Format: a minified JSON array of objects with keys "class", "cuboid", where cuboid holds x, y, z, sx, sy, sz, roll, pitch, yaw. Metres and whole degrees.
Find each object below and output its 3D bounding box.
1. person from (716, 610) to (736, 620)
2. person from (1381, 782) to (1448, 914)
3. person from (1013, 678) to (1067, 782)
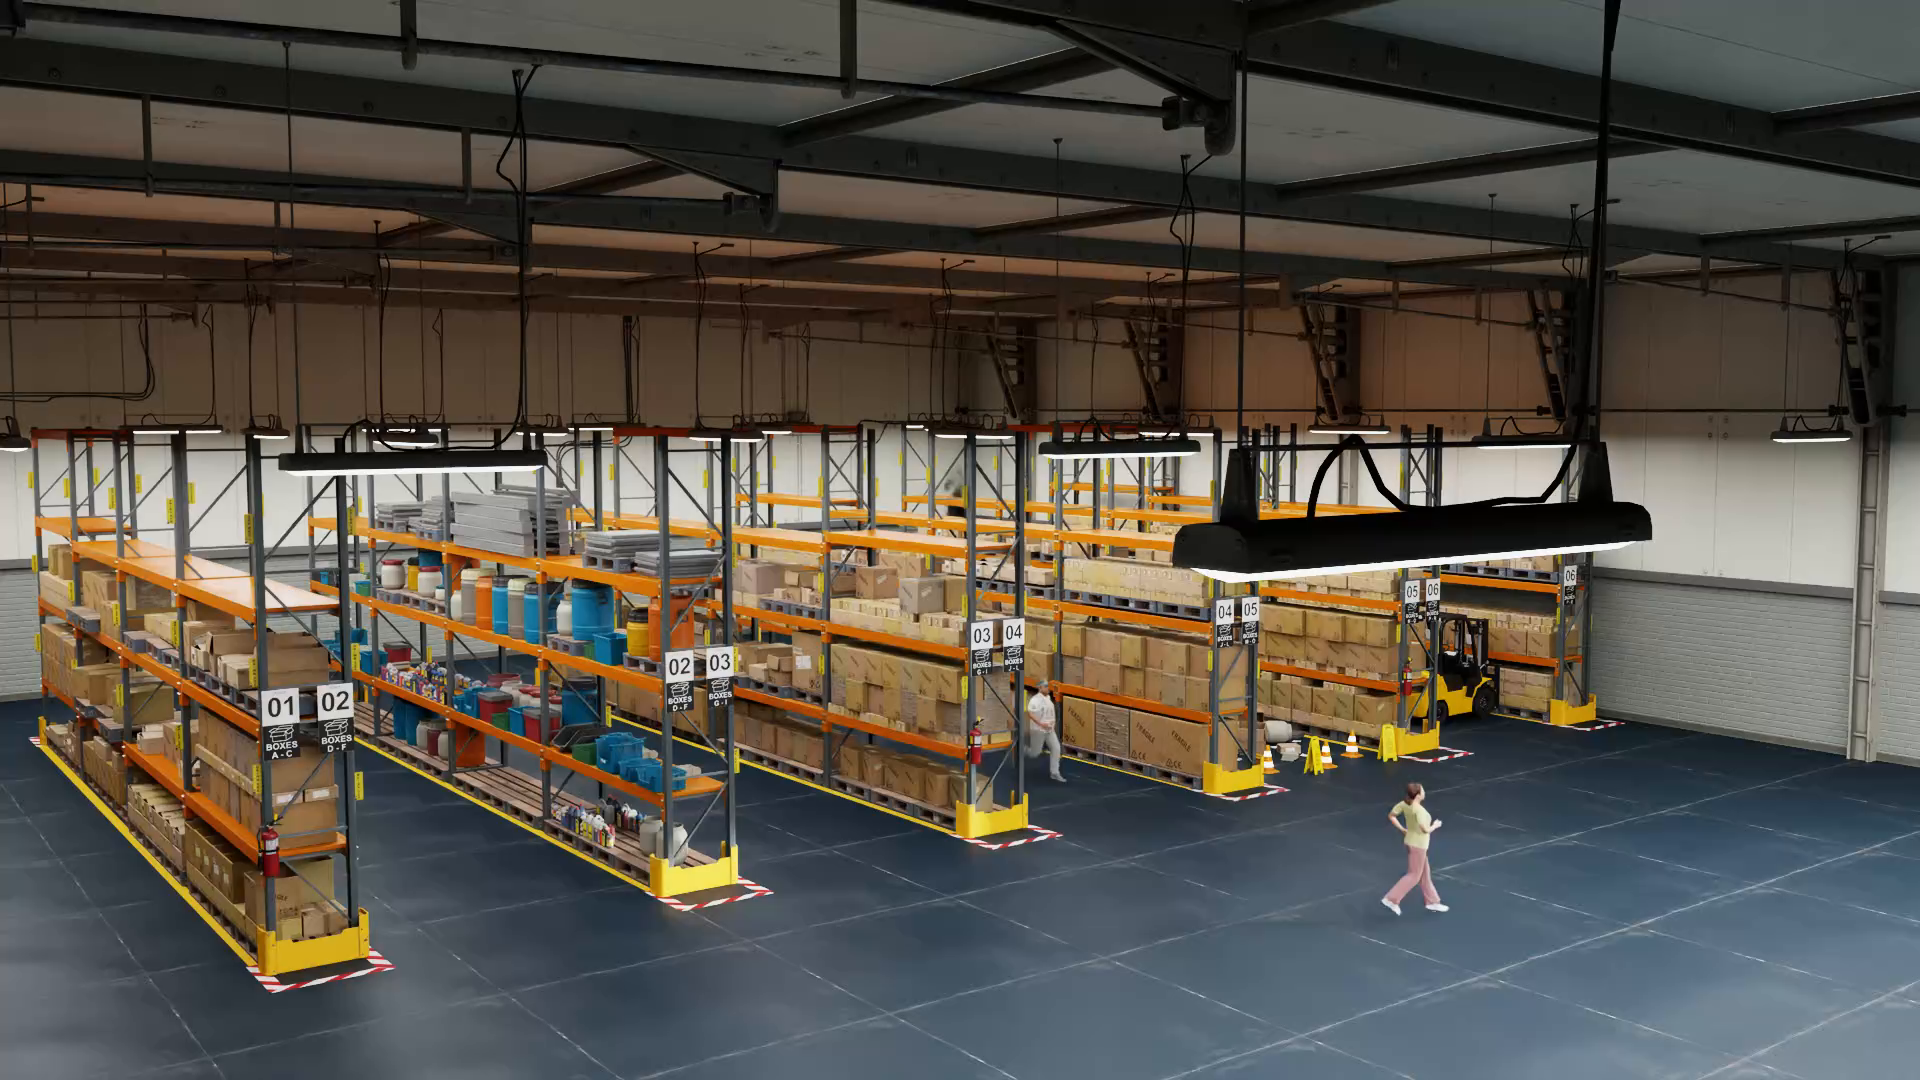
[{"class":"person","cuboid":[-5.791,1.983,41.396,0.626,1.687,0.692,4,6,43]},{"class":"person","cuboid":[5.681,3.831,20.679,0.941,1.662,0.574,-1,5,-11]},{"class":"person","cuboid":[1.382,3.242,28.533,1.029,1.783,0.642,4,6,41]}]
